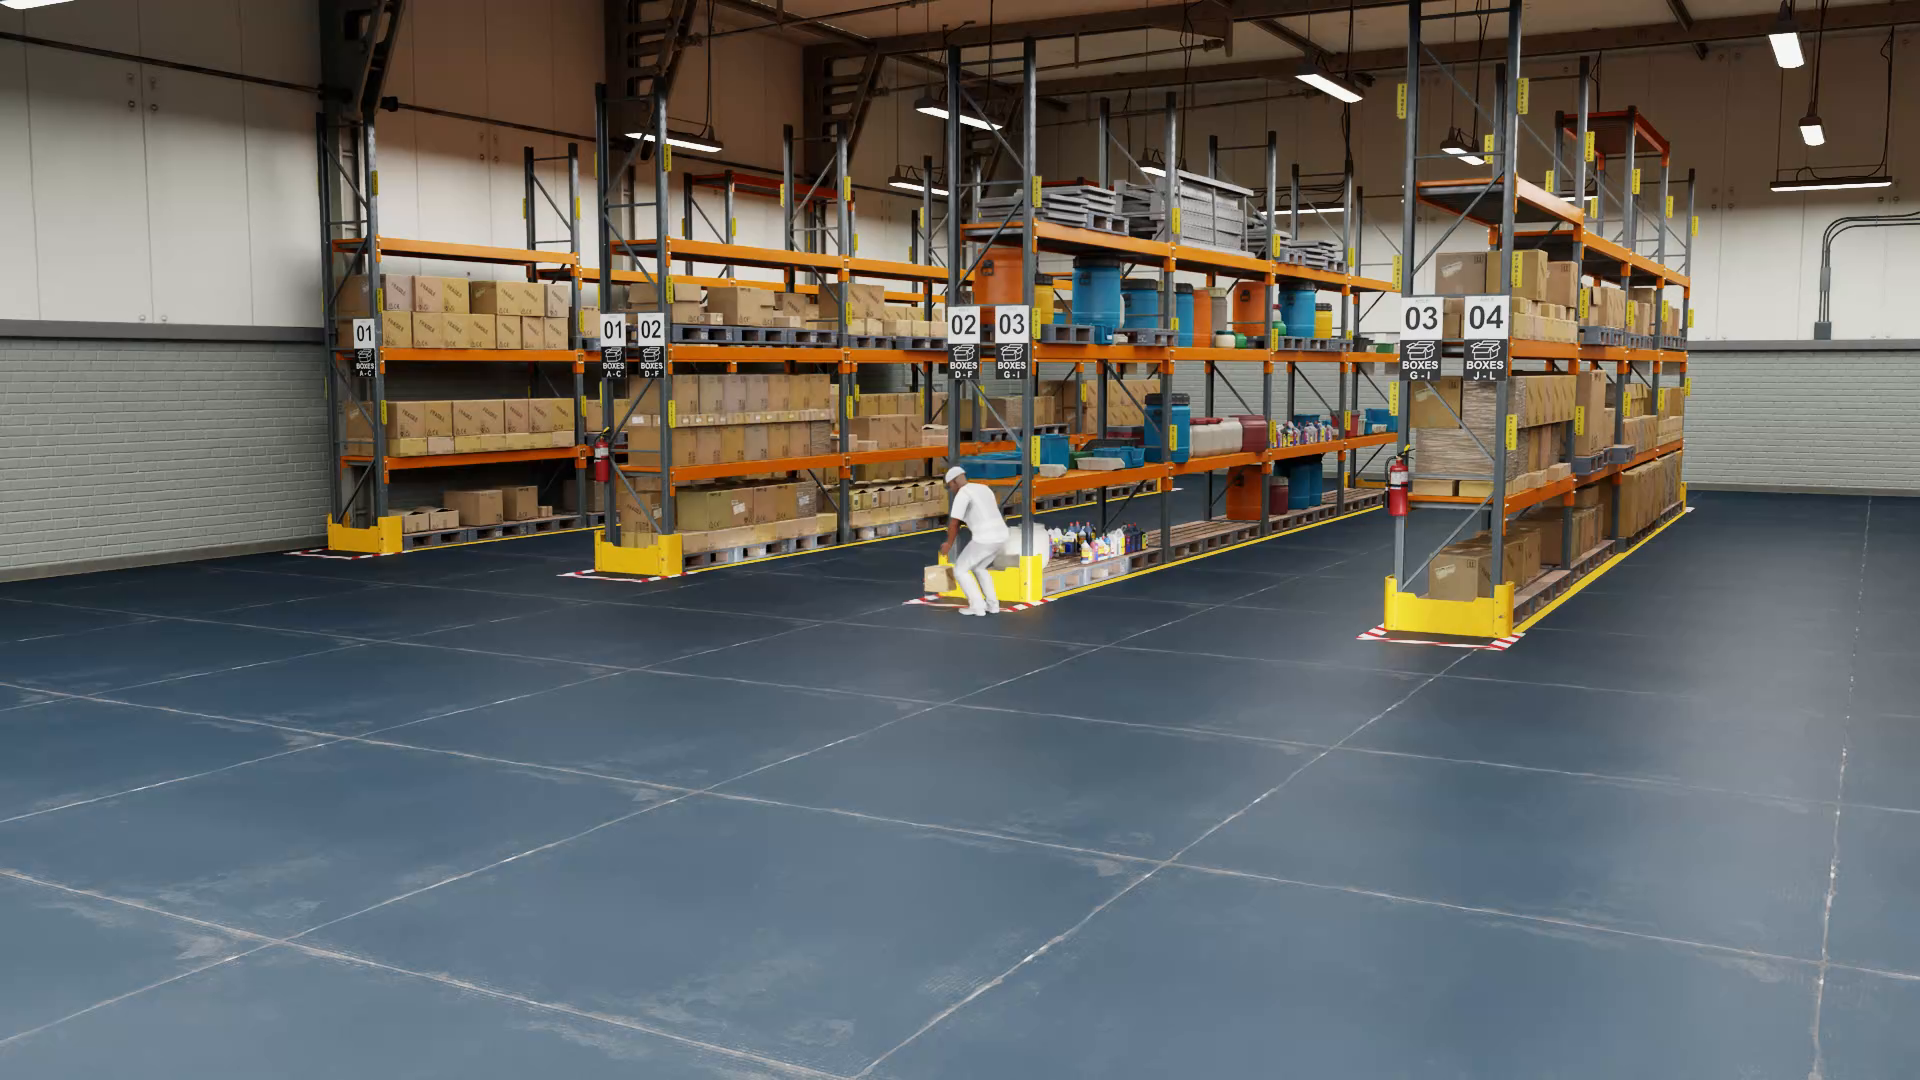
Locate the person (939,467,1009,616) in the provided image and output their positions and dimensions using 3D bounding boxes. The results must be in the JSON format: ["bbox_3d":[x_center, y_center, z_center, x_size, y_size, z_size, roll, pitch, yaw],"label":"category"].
[{"bbox_3d":[0.139,0.007,17.174,0.687,1.517,0.627,4,7,36],"label":"person"}]
